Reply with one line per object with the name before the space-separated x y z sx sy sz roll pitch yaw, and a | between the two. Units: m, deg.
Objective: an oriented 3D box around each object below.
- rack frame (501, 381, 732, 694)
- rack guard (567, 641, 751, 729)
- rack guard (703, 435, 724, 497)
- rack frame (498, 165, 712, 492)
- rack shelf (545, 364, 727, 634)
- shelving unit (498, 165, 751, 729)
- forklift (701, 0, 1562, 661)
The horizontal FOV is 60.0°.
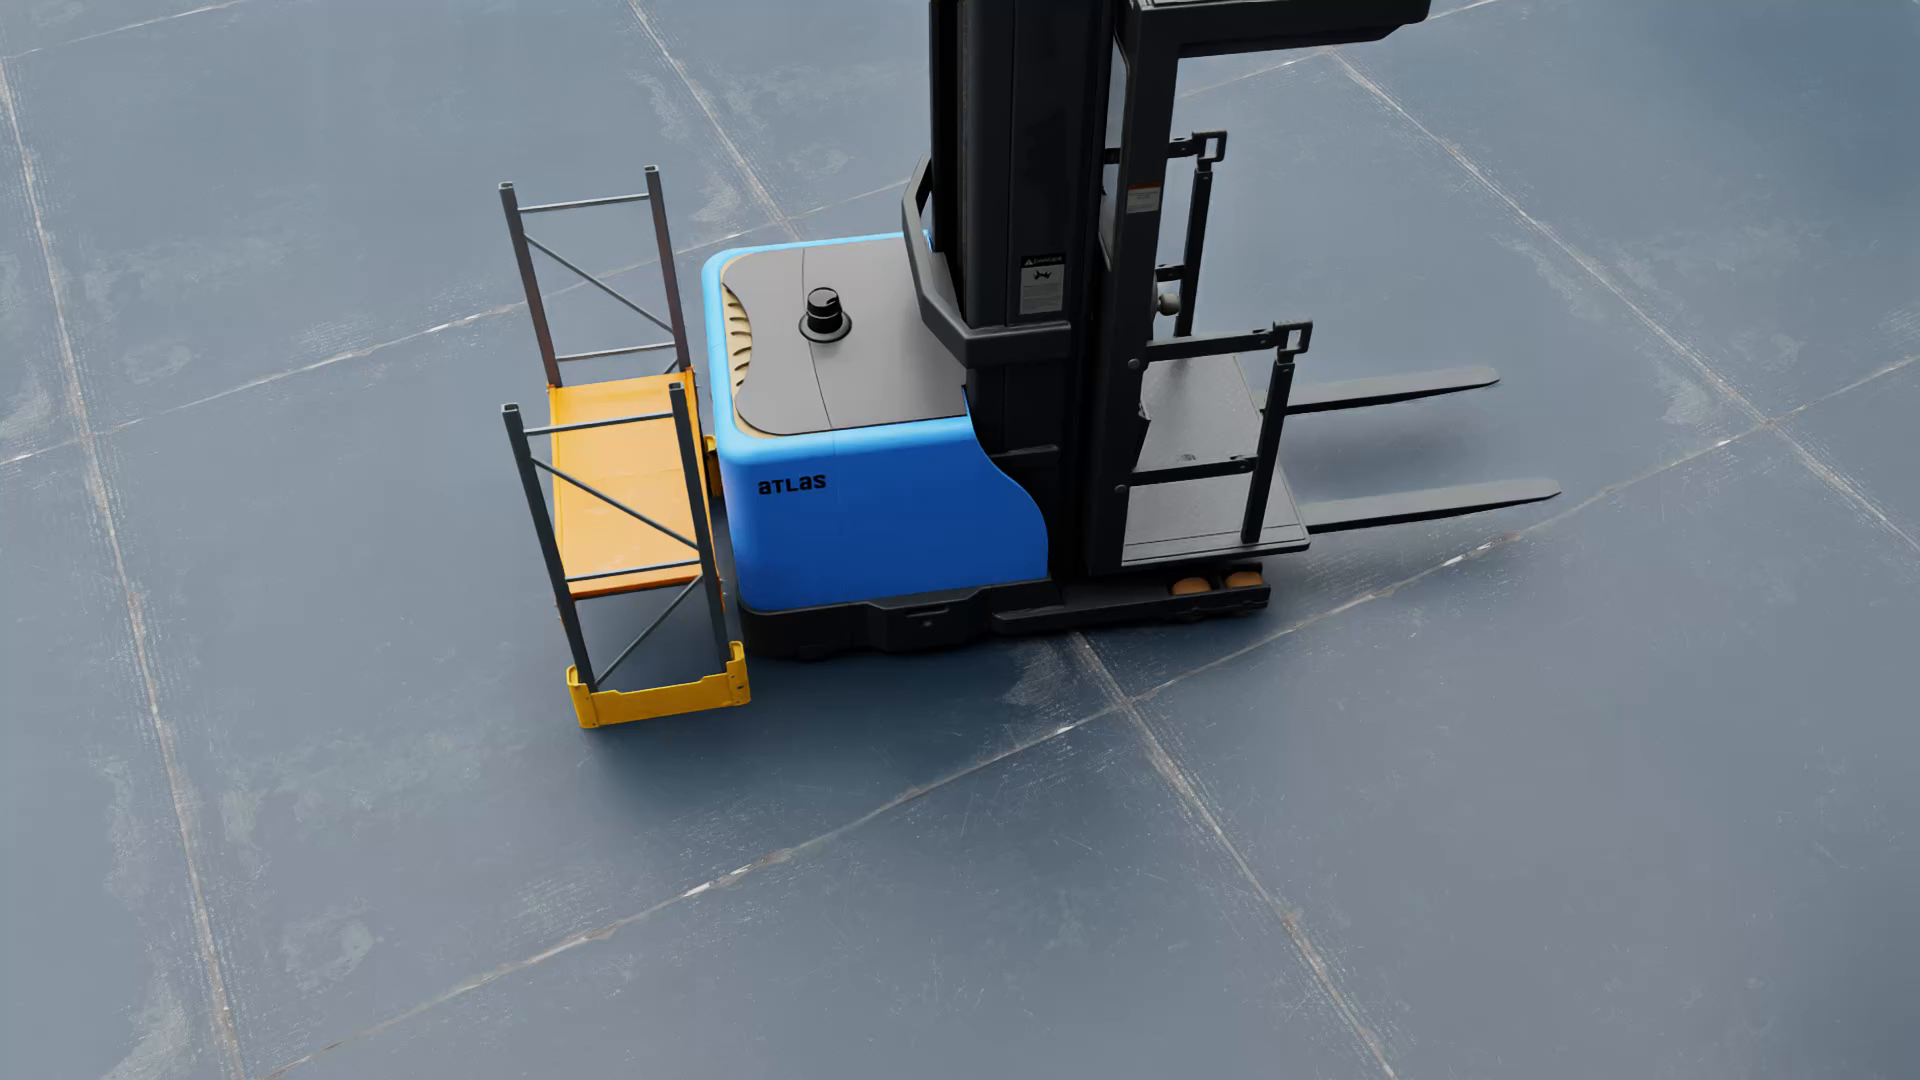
rack frame | -1.014 0.096 5.169 0.500 1.500 0.032 -8 49 -7
rack guard | -1.017 0.493 5.652 0.587 0.250 0.087 -8 49 -7
rack guard | -1.204 -0.243 6.296 0.587 0.250 0.087 -8 49 -7
rack frame | -1.205 -0.655 5.826 0.500 1.500 0.032 -8 49 -7
rack shelf | -1.110 -0.161 5.633 0.538 0.185 1.000 -8 49 -7
shelving unit | -1.112 -0.286 5.503 0.587 1.500 1.083 -8 49 -7
forklift | 0.666 -1.064 5.234 3.031 2.935 1.130 -7 49 -6
